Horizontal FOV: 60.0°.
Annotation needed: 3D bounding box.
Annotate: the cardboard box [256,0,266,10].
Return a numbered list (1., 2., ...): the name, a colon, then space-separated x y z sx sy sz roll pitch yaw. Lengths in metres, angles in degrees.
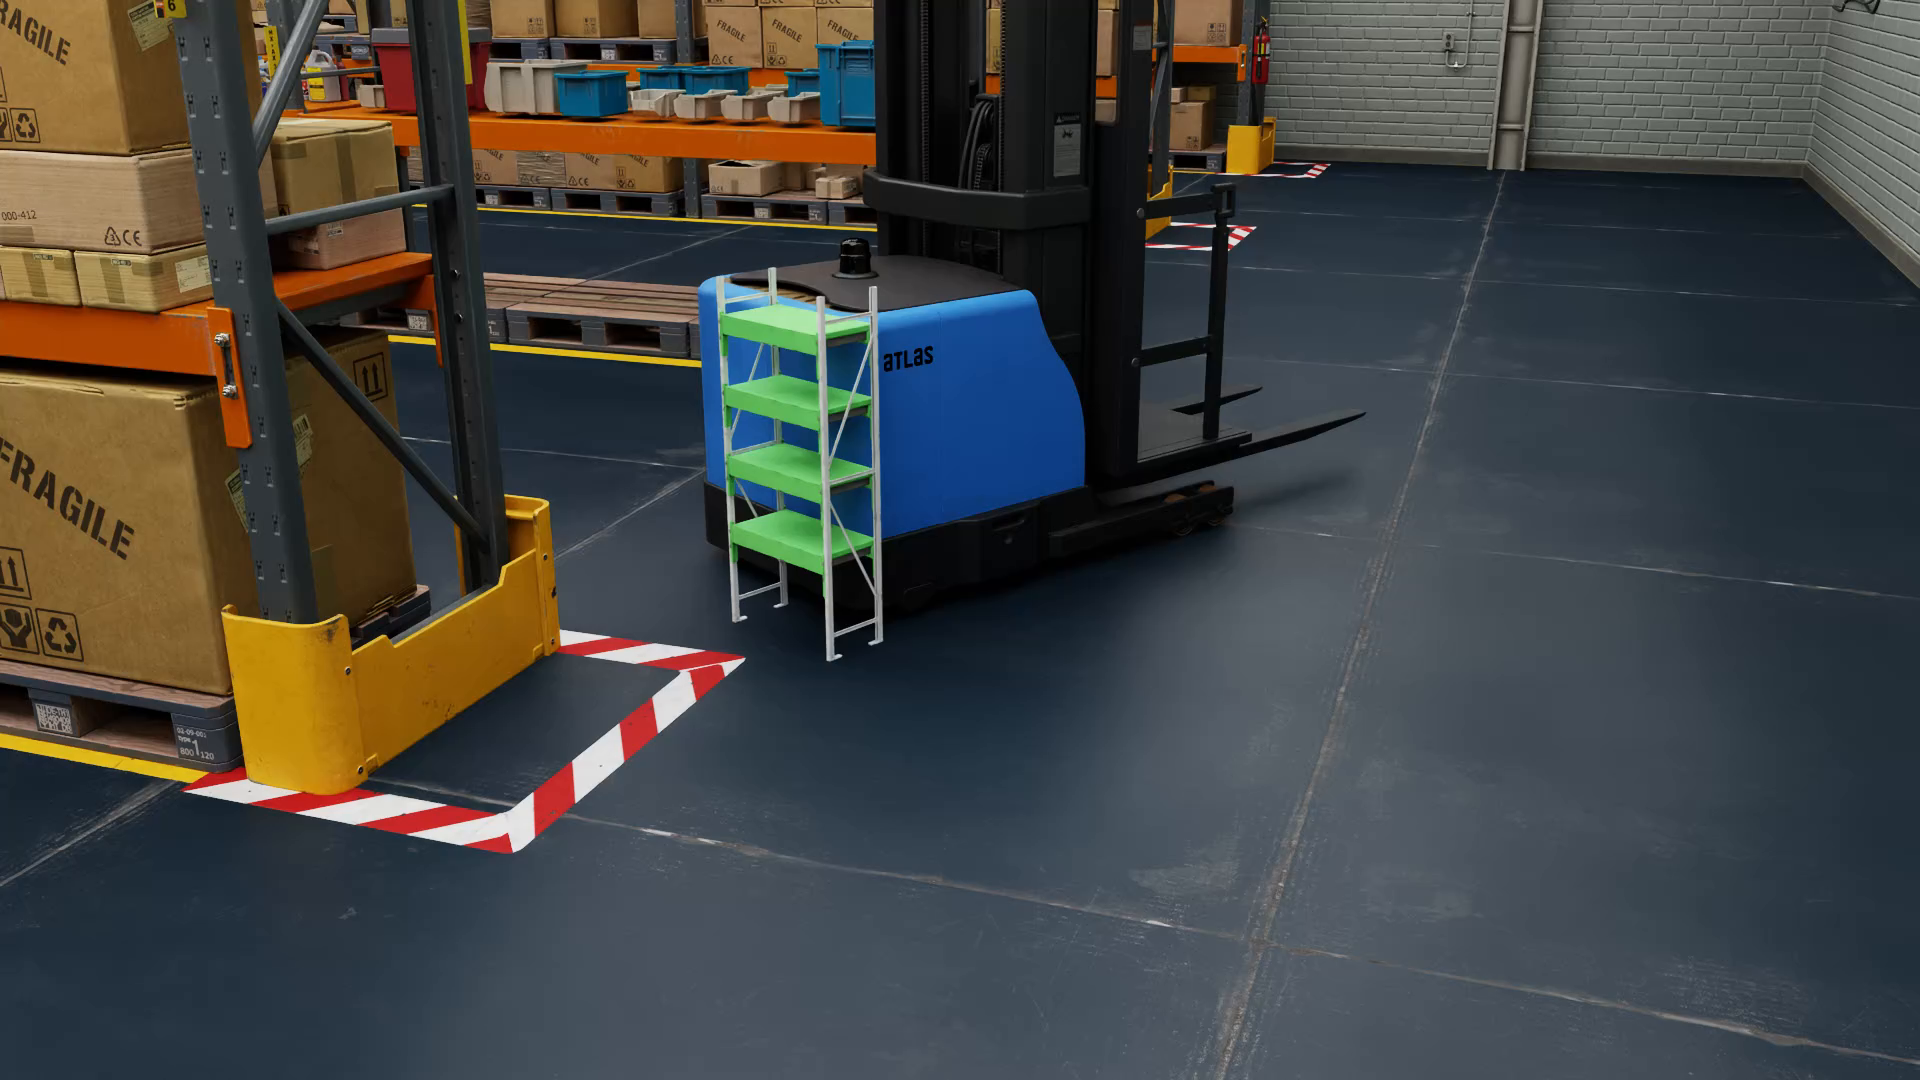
1. cardboard box: -8.699 -7.076 21.376 0.500 0.500 0.500 6 20 18

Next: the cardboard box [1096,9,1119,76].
1. cardboard box: 1.050 -4.002 13.349 0.500 0.500 0.500 7 20 20

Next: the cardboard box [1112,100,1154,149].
1. cardboard box: 2.018 -4.648 18.514 0.500 0.500 0.700 6 20 18

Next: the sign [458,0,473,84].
1. sign: -1.504 -1.530 4.972 0.005 0.325 0.100 7 20 18

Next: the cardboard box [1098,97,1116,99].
1. cardboard box: 1.719 -5.058 18.705 0.250 0.149 0.380 7 20 19

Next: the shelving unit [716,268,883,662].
1. shelving unit: -0.524 -0.254 5.483 0.503 1.200 0.258 18 26 41

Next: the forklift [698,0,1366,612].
1. forklift: 0.480 -1.518 6.478 3.031 2.935 1.130 -16 25 -38

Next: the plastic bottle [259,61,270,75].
1. plastic bottle: -4.503 -3.033 10.909 0.135 0.276 0.152 7 20 18

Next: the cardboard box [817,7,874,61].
1. cardboard box: -0.868 -4.222 13.979 0.500 0.500 0.500 6 20 18

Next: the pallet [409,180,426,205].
1. pallet: -5.302 -3.446 16.142 1.213 0.211 1.003 7 20 18

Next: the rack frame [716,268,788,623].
1. rack frame: -0.700 -0.310 5.642 0.015 1.200 0.240 18 26 41

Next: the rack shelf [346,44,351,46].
1. rack shelf: -6.262 -6.272 21.106 4.000 0.370 1.077 7 20 18

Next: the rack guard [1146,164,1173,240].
1. rack guard: 1.491 -2.819 13.905 0.348 0.500 1.175 7 20 18

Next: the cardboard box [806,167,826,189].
1. cardboard box: -1.211 -3.290 15.120 0.250 0.149 0.380 7 20 18

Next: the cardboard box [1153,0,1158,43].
1. cardboard box: 2.009 -5.801 18.205 0.700 0.700 0.980 6 20 18

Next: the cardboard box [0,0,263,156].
1. cardboard box: -2.239 -1.306 4.403 0.500 0.500 0.500 7 20 19

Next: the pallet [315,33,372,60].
1. pallet: -5.331 -4.713 15.833 1.003 0.211 1.213 7 20 18

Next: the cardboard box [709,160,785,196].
1. cardboard box: -1.891 -3.249 14.756 0.500 0.311 0.500 7 20 18

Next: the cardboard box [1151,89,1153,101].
1. cardboard box: 2.068 -4.885 18.208 0.250 0.149 0.380 7 20 20

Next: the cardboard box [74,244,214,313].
1. cardboard box: -2.137 -0.729 4.492 0.250 0.149 0.380 7 20 19

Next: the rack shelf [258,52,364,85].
1. rack shelf: -7.884 -4.732 16.687 4.000 0.370 1.077 7 20 18

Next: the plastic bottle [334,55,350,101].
1. plastic bottle: -4.052 -3.001 10.805 0.133 0.283 0.061 7 20 18

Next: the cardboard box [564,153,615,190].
1. cardboard box: -3.241 -3.471 15.106 0.500 0.500 0.500 7 20 18

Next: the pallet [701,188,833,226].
1. pallet: -1.568 -3.032 14.954 1.213 0.211 1.003 7 20 18

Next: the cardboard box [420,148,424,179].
1. cardboard box: -4.690 -3.634 15.574 0.500 0.500 0.500 6 20 17

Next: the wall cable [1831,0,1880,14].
1. wall cable: 8.410 -6.176 15.341 0.112 2.526 3.097 7 20 18

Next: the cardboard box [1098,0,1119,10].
1. cardboard box: 1.052 -4.473 13.181 0.500 0.500 0.500 6 20 18

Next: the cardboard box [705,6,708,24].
1. cardboard box: -3.038 -6.348 19.595 0.500 0.500 0.500 6 20 18

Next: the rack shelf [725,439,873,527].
1. rack shelf: -0.524 -0.194 5.504 0.480 0.148 0.258 18 26 41

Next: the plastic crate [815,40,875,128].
1. plastic crate: -0.444 -2.475 8.974 0.499 0.435 0.616 7 20 18

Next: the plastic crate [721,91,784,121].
1. plastic crate: -1.165 -2.423 9.280 0.243 0.136 0.396 7 20 18

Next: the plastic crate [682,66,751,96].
1. plastic crate: -1.436 -2.672 9.848 0.300 0.233 0.416 7 20 18

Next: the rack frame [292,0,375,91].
1. rack frame: -5.995 -4.855 15.949 0.127 3.000 1.000 7 20 18

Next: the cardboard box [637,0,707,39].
1. cardboard box: -2.590 -4.790 14.970 0.500 0.500 0.700 0 19 0

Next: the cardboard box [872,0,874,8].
1. cardboard box: -0.402 -4.638 13.653 0.500 0.500 0.500 7 20 20

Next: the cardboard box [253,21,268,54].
1. cardboard box: -6.776 -4.970 16.413 0.500 0.311 0.500 6 20 17

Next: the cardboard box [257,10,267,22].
1. cardboard box: -8.698 -6.724 21.506 0.500 0.250 0.500 7 20 18

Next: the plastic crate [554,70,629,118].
1. plastic crate: -2.091 -2.543 9.478 0.300 0.233 0.416 7 20 18

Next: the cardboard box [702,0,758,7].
1. cardboard box: -1.863 -4.804 14.131 0.500 0.500 0.500 7 20 19

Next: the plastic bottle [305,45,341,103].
1. plastic bottle: -4.109 -3.004 10.711 0.185 0.351 0.144 7 20 18

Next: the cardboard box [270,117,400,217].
1. cardboard box: -2.057 -1.117 5.000 0.500 0.250 0.500 6 20 17

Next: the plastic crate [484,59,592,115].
1. plastic crate: -2.463 -2.634 9.664 0.530 0.282 0.437 7 20 18

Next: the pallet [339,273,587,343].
1. pallet: -3.138 -1.500 10.558 1.213 0.211 1.003 7 20 18

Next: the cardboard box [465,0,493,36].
1. cardboard box: -4.561 -4.910 15.315 0.500 0.500 0.700 11 22 28

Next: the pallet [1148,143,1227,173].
1. pallet: 2.404 -4.277 18.526 1.213 0.211 1.003 7 20 18

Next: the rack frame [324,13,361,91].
1. rack frame: -8.151 -6.828 21.608 0.127 3.000 1.000 7 20 18

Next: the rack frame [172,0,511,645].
1. rack frame: -1.692 -0.912 4.634 0.127 3.000 1.000 7 20 18
